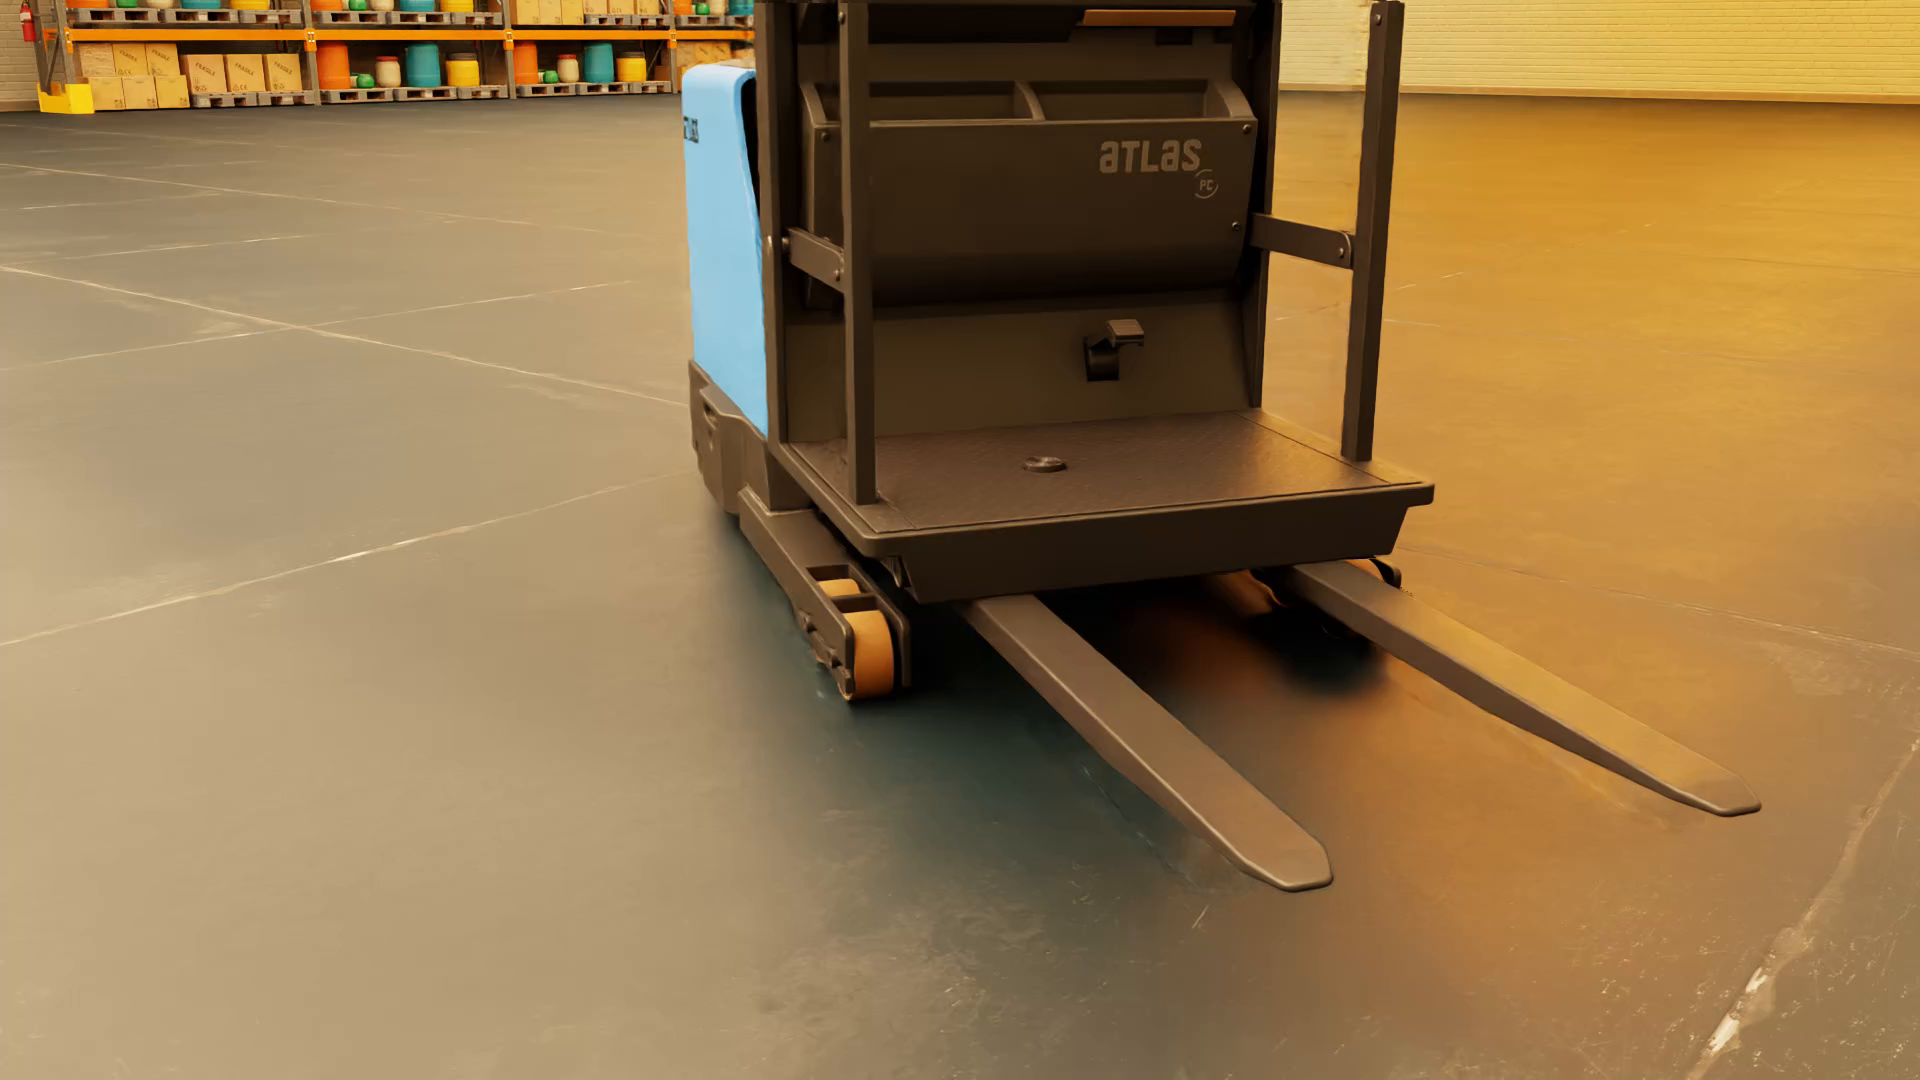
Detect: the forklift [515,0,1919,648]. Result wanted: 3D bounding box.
[{"bbox_3d":[0.619,-1.364,3.390,3.031,2.935,1.130,5,18,16],"label":"forklift"}]
